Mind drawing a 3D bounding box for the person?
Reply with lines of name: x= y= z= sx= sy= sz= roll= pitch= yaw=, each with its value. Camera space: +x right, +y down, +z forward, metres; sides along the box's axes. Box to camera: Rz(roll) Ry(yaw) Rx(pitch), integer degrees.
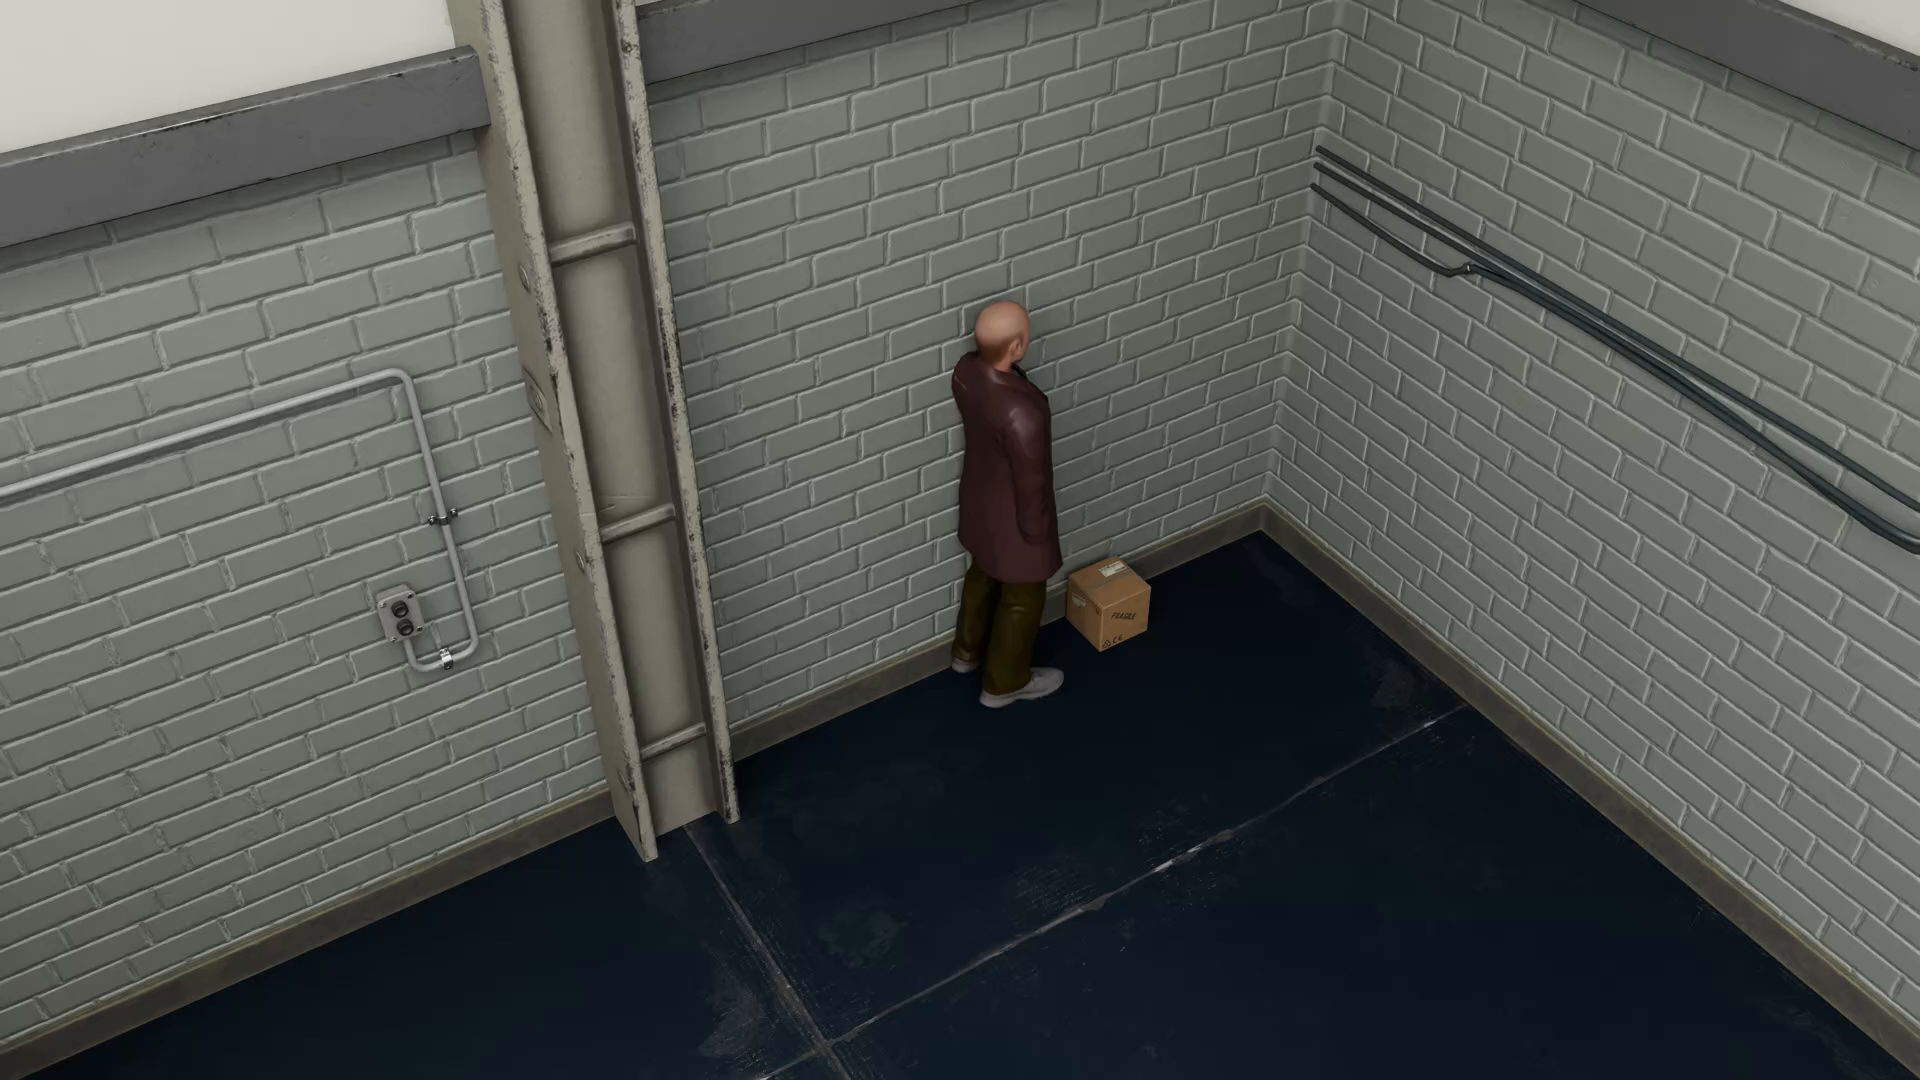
person: x=0.171 y=-0.143 z=6.346 sx=0.380 sy=1.781 sz=0.562 roll=-21 pitch=45 yaw=-23
